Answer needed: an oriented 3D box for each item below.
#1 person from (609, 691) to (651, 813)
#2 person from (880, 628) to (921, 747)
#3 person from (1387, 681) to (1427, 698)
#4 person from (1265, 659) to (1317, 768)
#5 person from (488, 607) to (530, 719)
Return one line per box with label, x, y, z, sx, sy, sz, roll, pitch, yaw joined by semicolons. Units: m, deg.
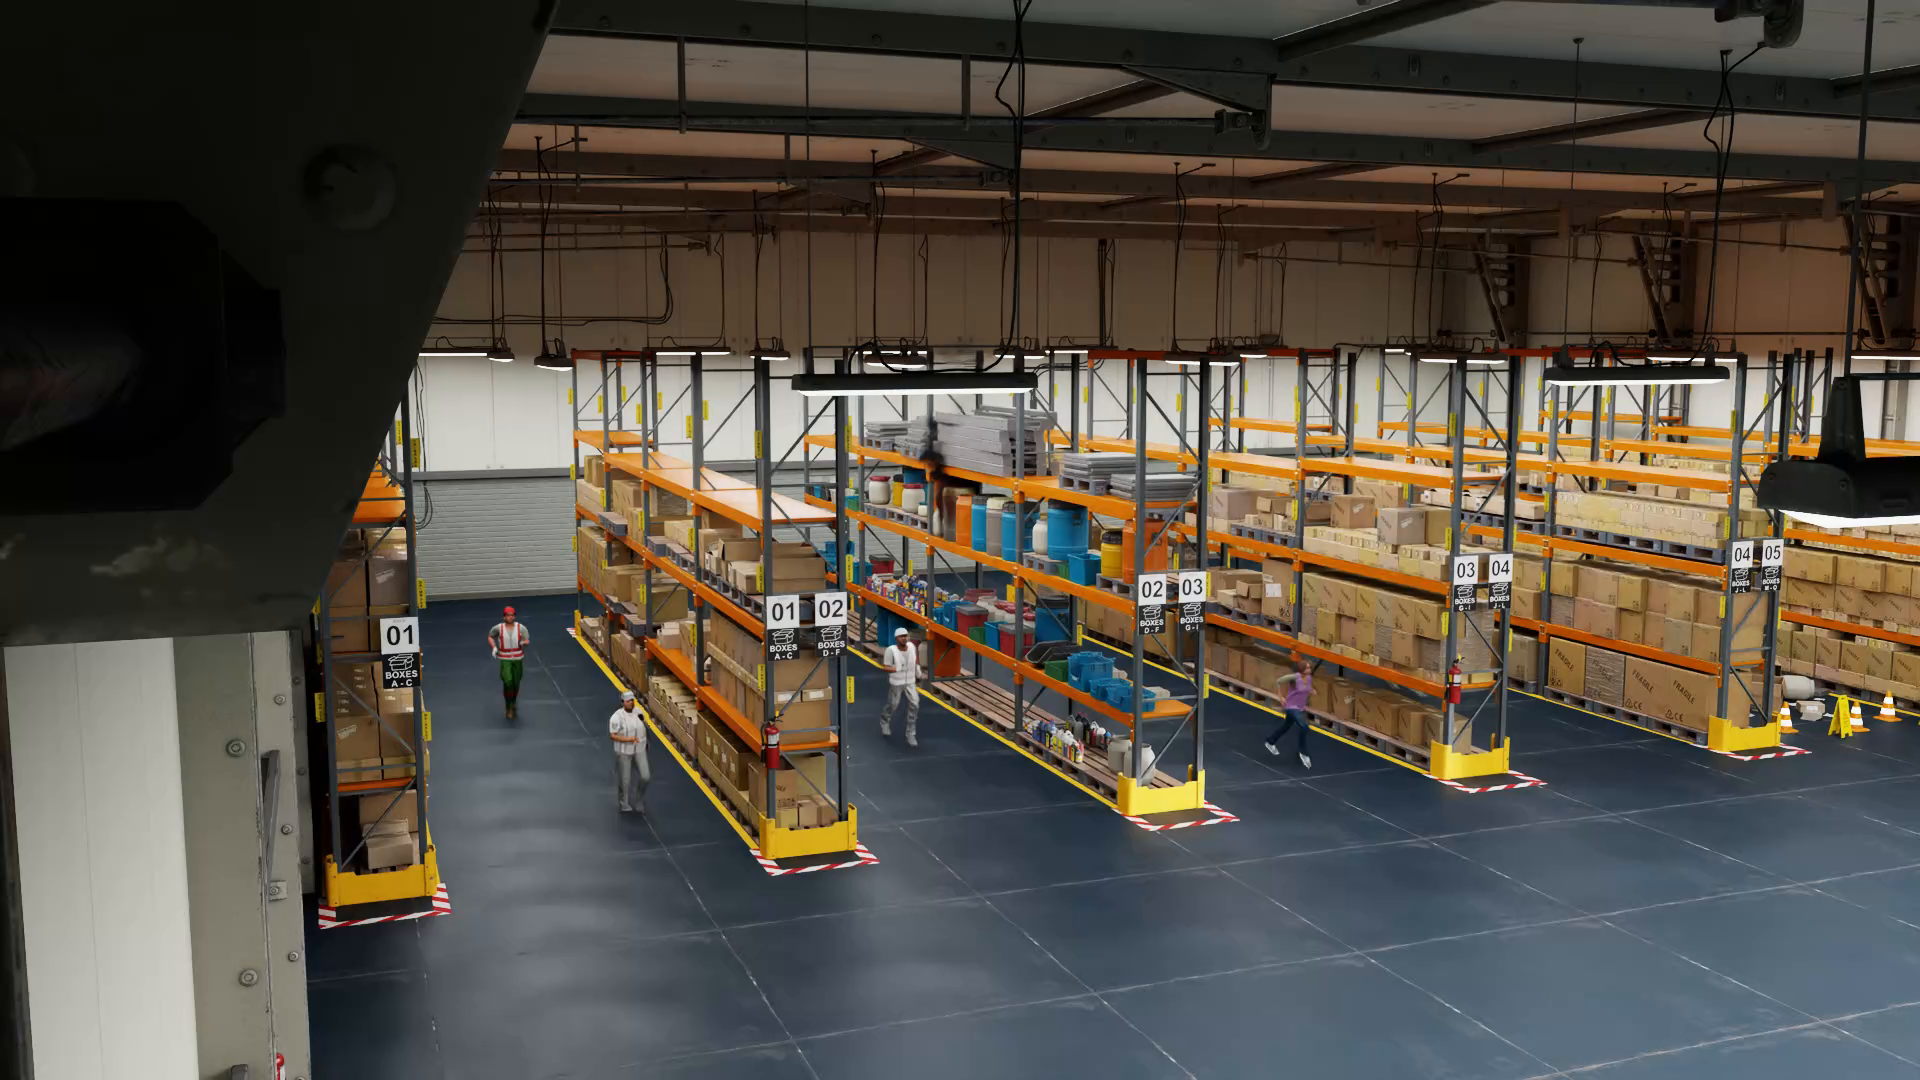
person;-4.320;2.797;21.878;0.579;1.648;0.643;-4;8;-30
person;-0.909;2.245;25.809;0.693;1.828;0.922;-3;8;-24
person;7.841;1.837;29.169;0.676;1.814;0.788;-4;8;-31
person;4.881;2.513;24.556;0.886;1.595;0.536;7;10;44
person;-7.448;2.021;27.579;0.631;1.844;0.735;-3;8;-26
